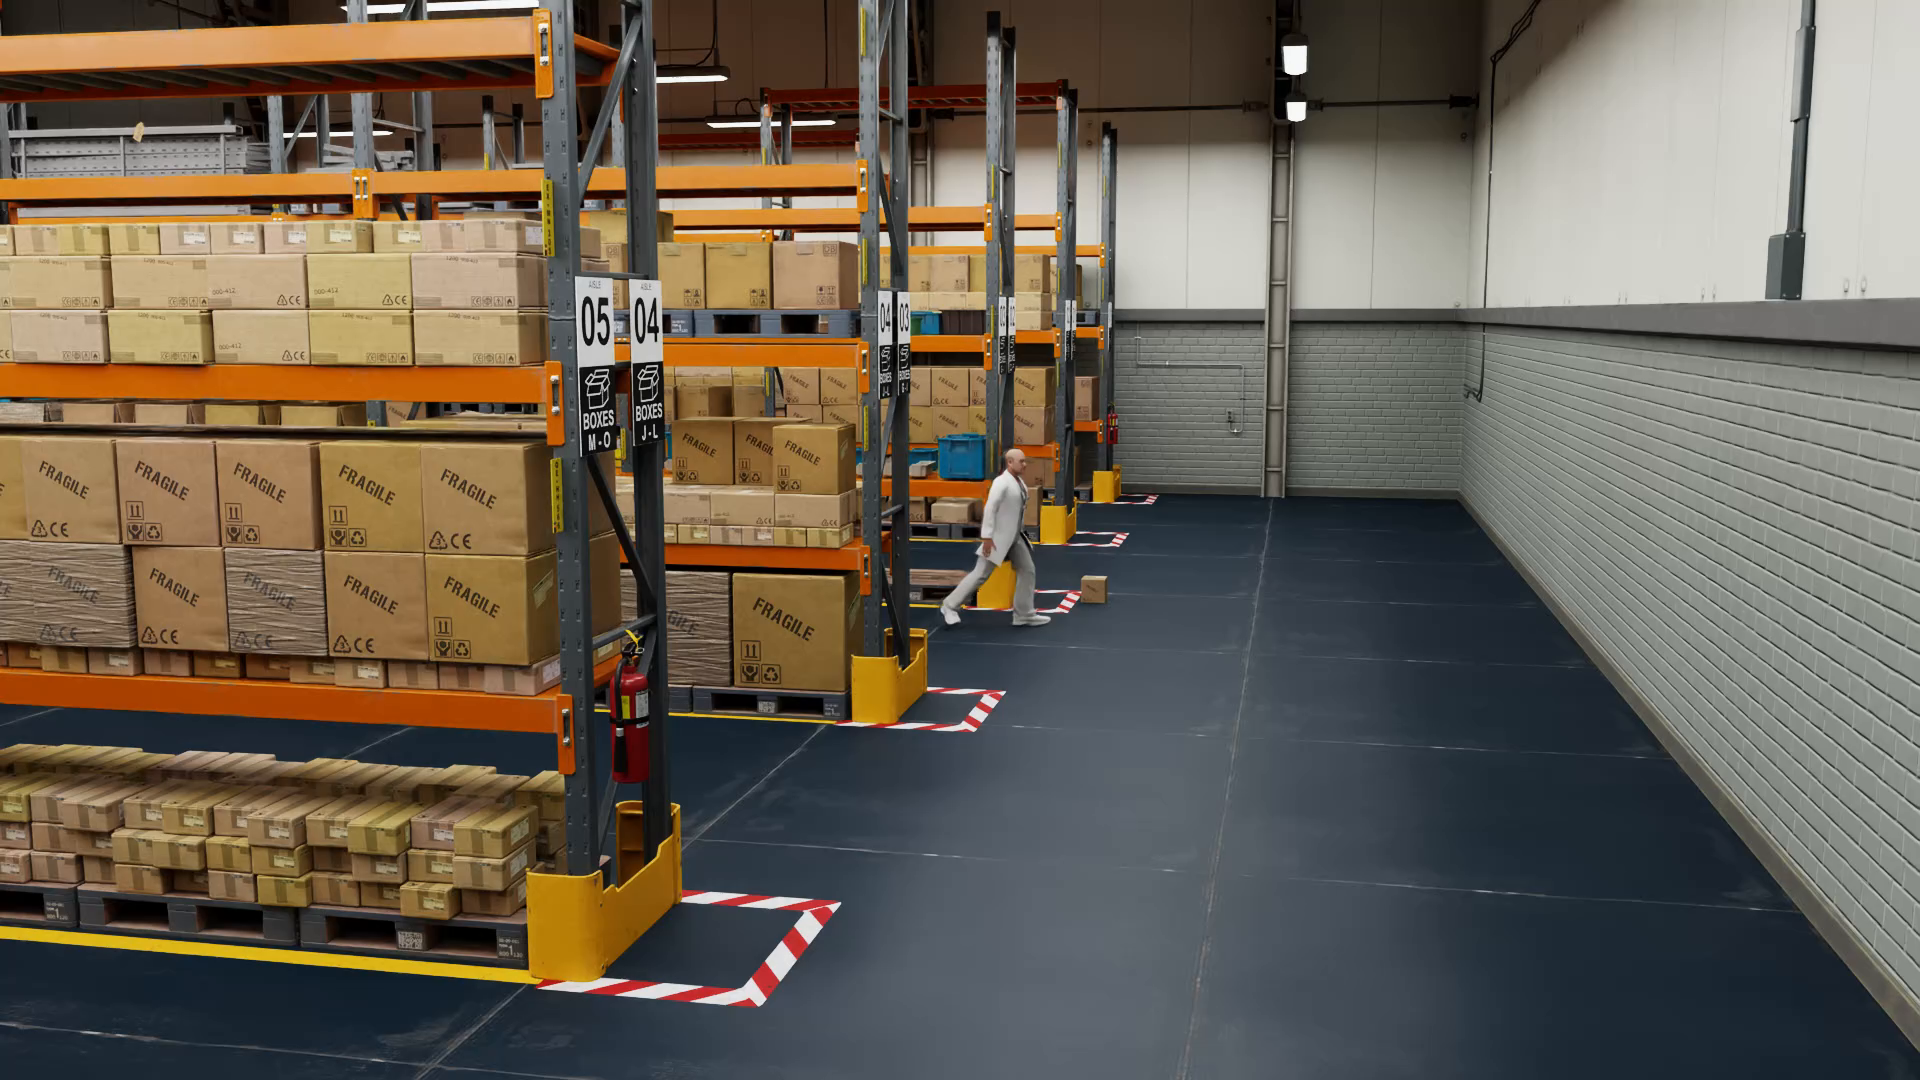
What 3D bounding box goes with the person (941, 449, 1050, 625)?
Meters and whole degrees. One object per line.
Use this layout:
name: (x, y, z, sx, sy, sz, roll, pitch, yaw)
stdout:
person: (0.330, -0.019, 16.106, 0.957, 1.727, 0.840, 4, 9, 24)
